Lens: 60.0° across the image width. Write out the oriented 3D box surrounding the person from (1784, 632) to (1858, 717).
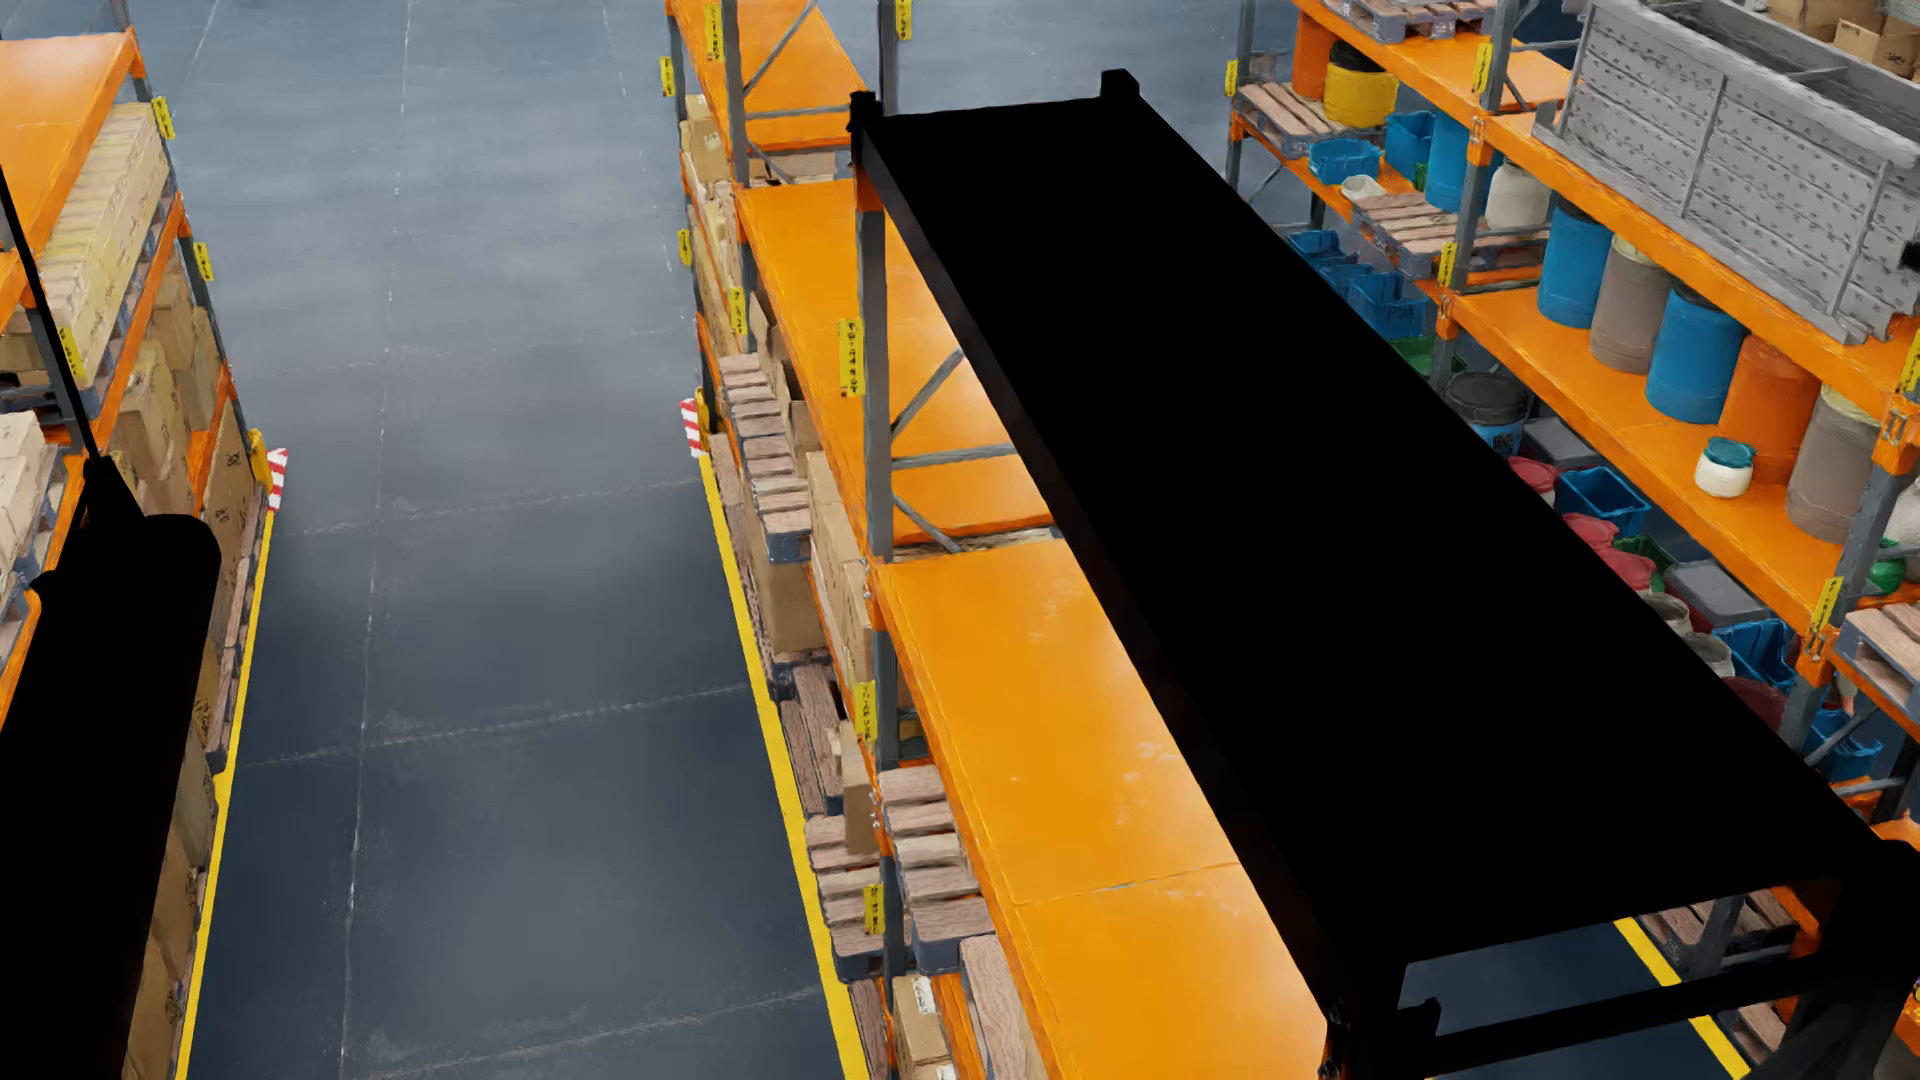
[{"bbox_3d":[5.591,1.142,10.811,0.524,1.787,0.751,-9,36,-13],"label":"person"}]
